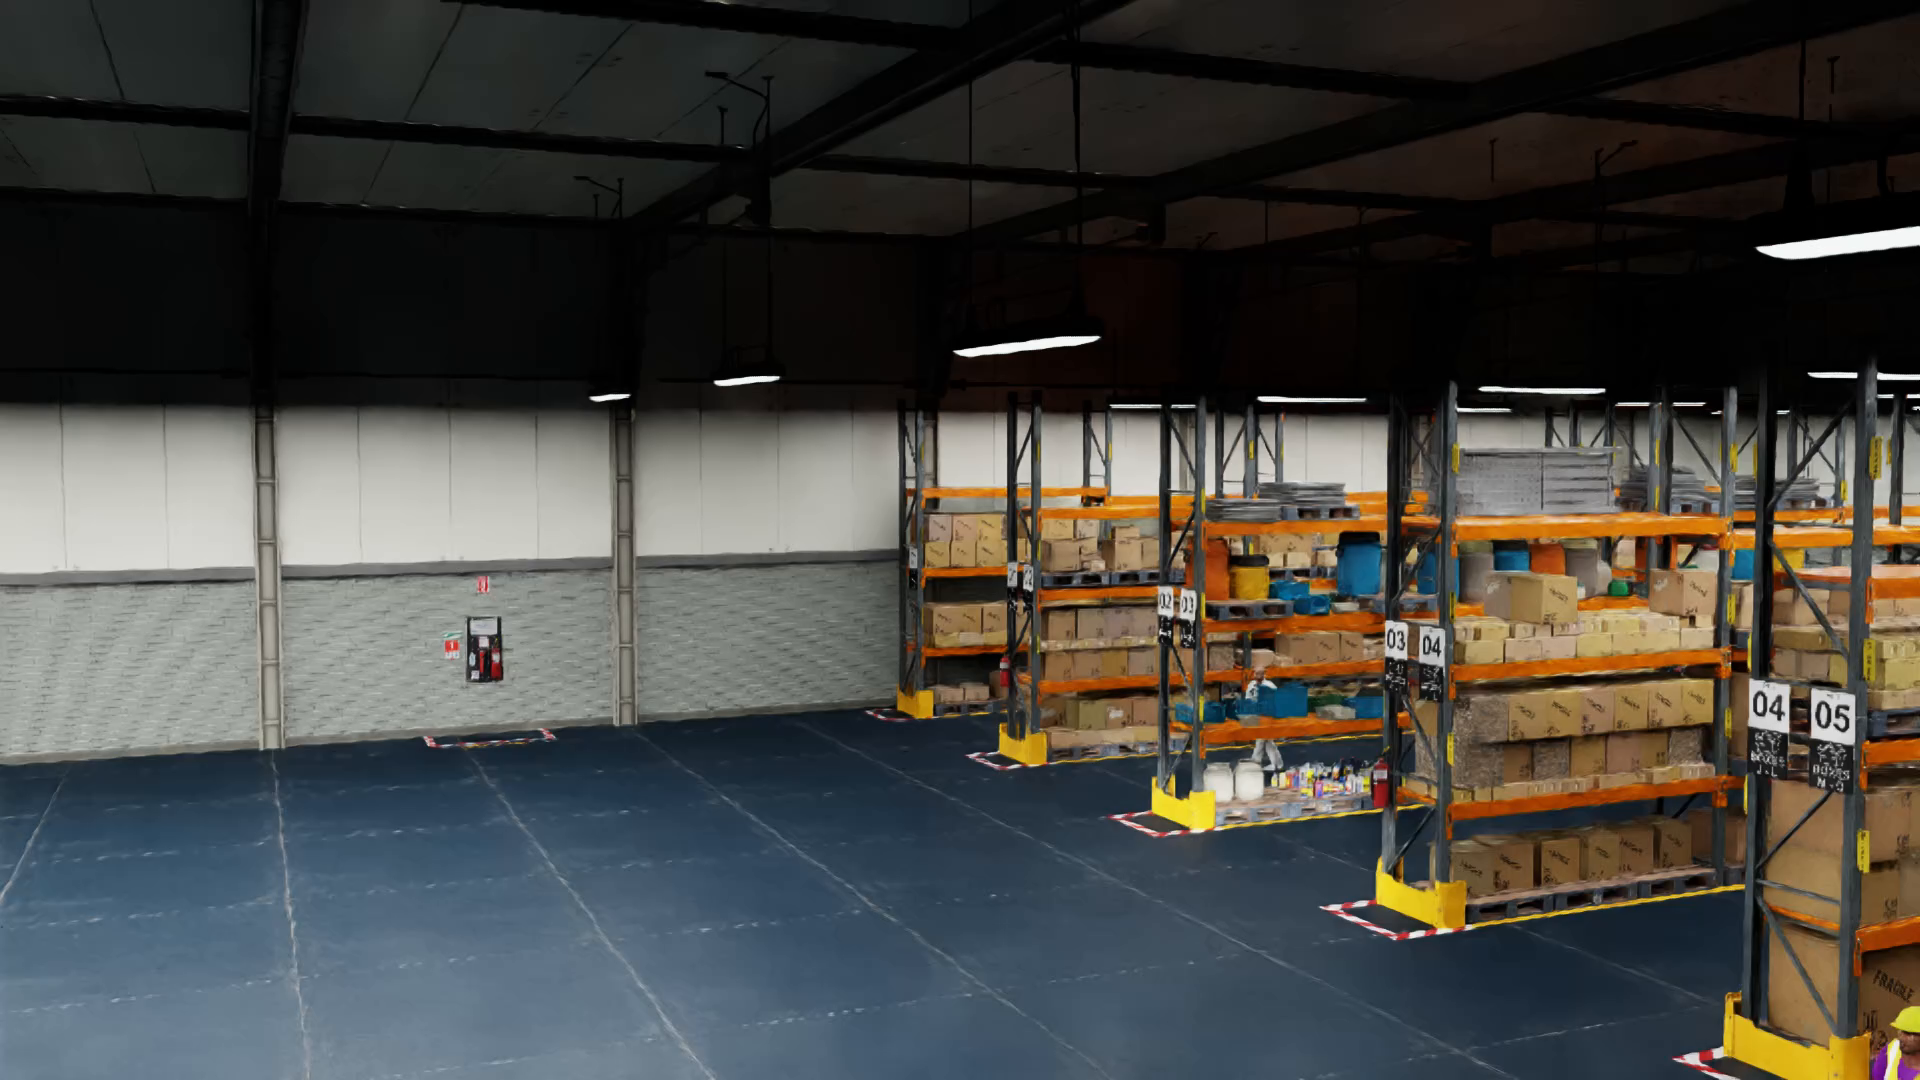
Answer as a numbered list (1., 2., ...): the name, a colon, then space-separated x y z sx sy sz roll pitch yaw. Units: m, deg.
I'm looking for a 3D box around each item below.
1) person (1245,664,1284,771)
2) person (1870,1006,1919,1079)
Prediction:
1. person: 4.650 2.778 25.794 1.102 1.715 0.580 -2 4 -31
2. person: 5.960 3.708 10.269 0.856 1.697 0.734 -1 4 -18
